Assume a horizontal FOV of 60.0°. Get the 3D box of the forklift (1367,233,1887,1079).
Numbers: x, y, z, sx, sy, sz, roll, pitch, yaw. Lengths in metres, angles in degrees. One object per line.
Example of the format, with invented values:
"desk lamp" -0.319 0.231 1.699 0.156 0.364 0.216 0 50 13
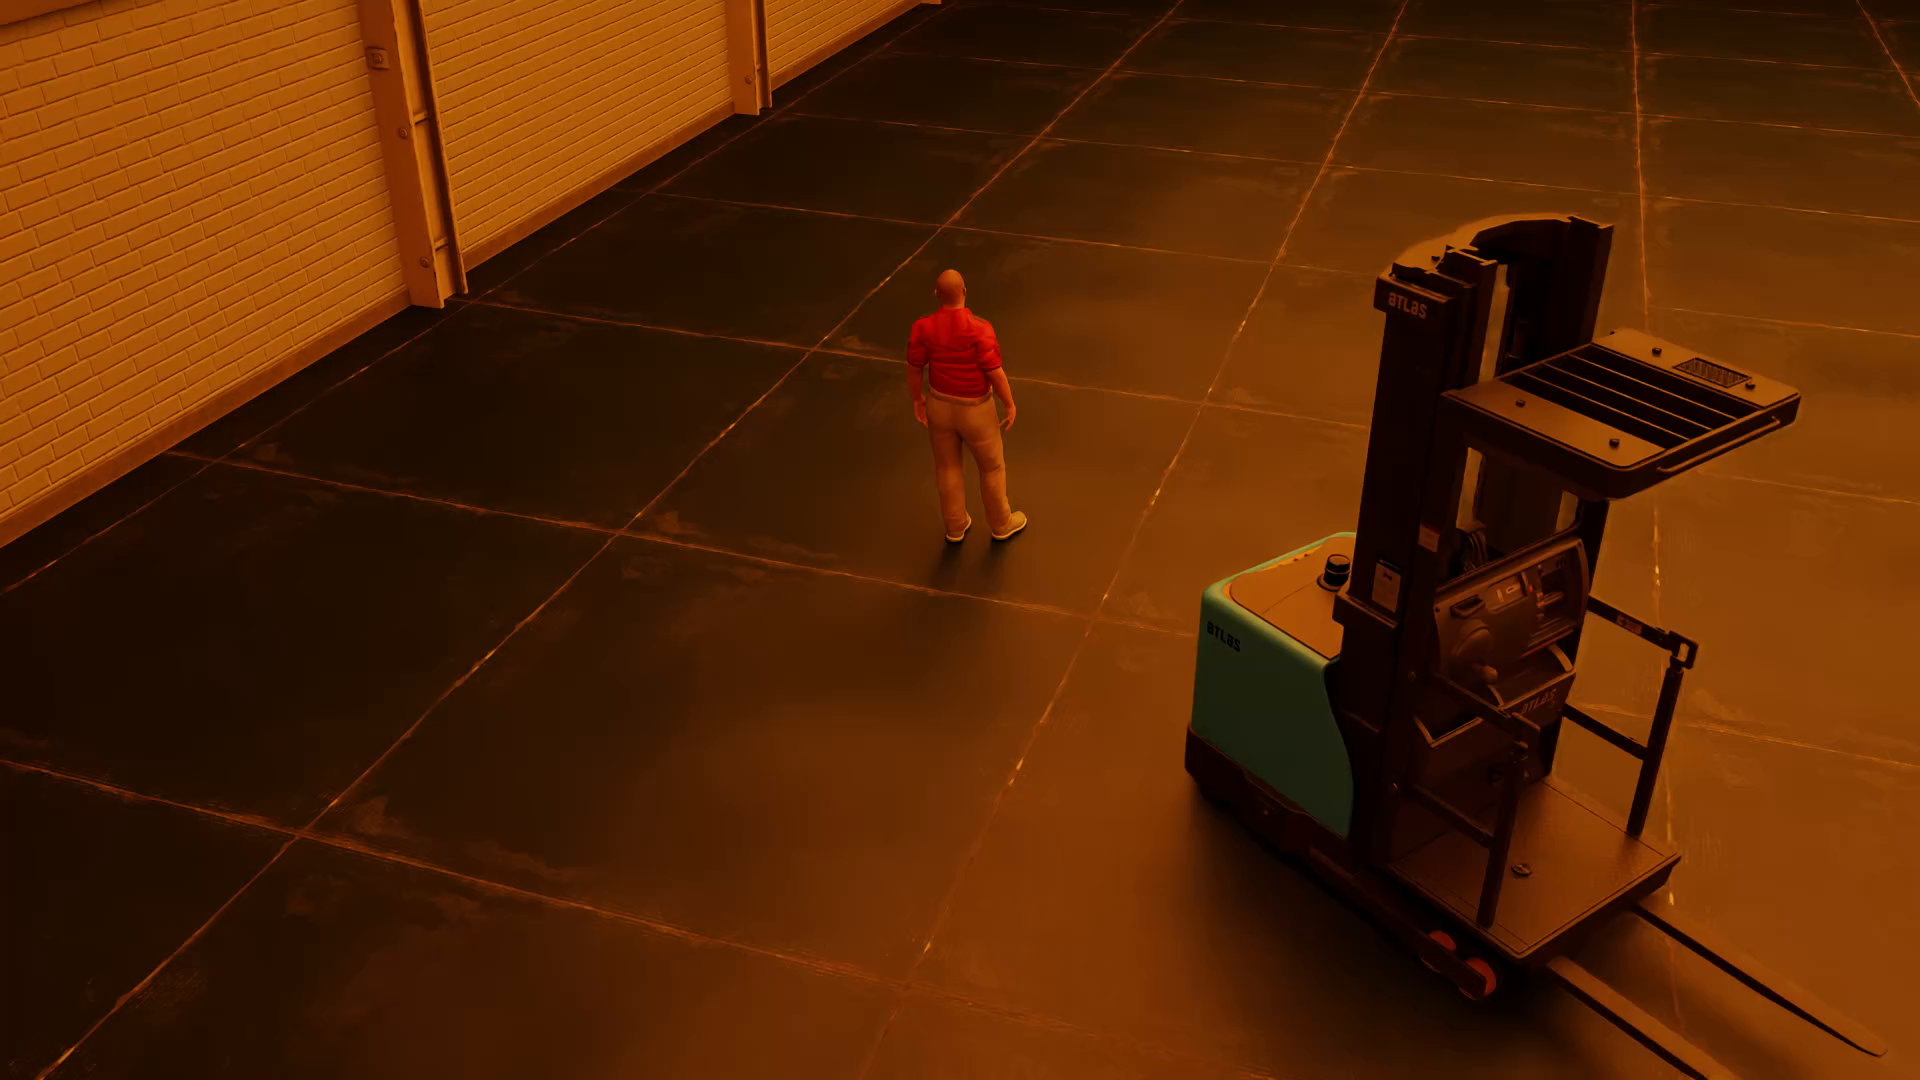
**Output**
"forklift" 2.397 0.385 6.525 1.101 2.867 2.884 -19 35 -30
